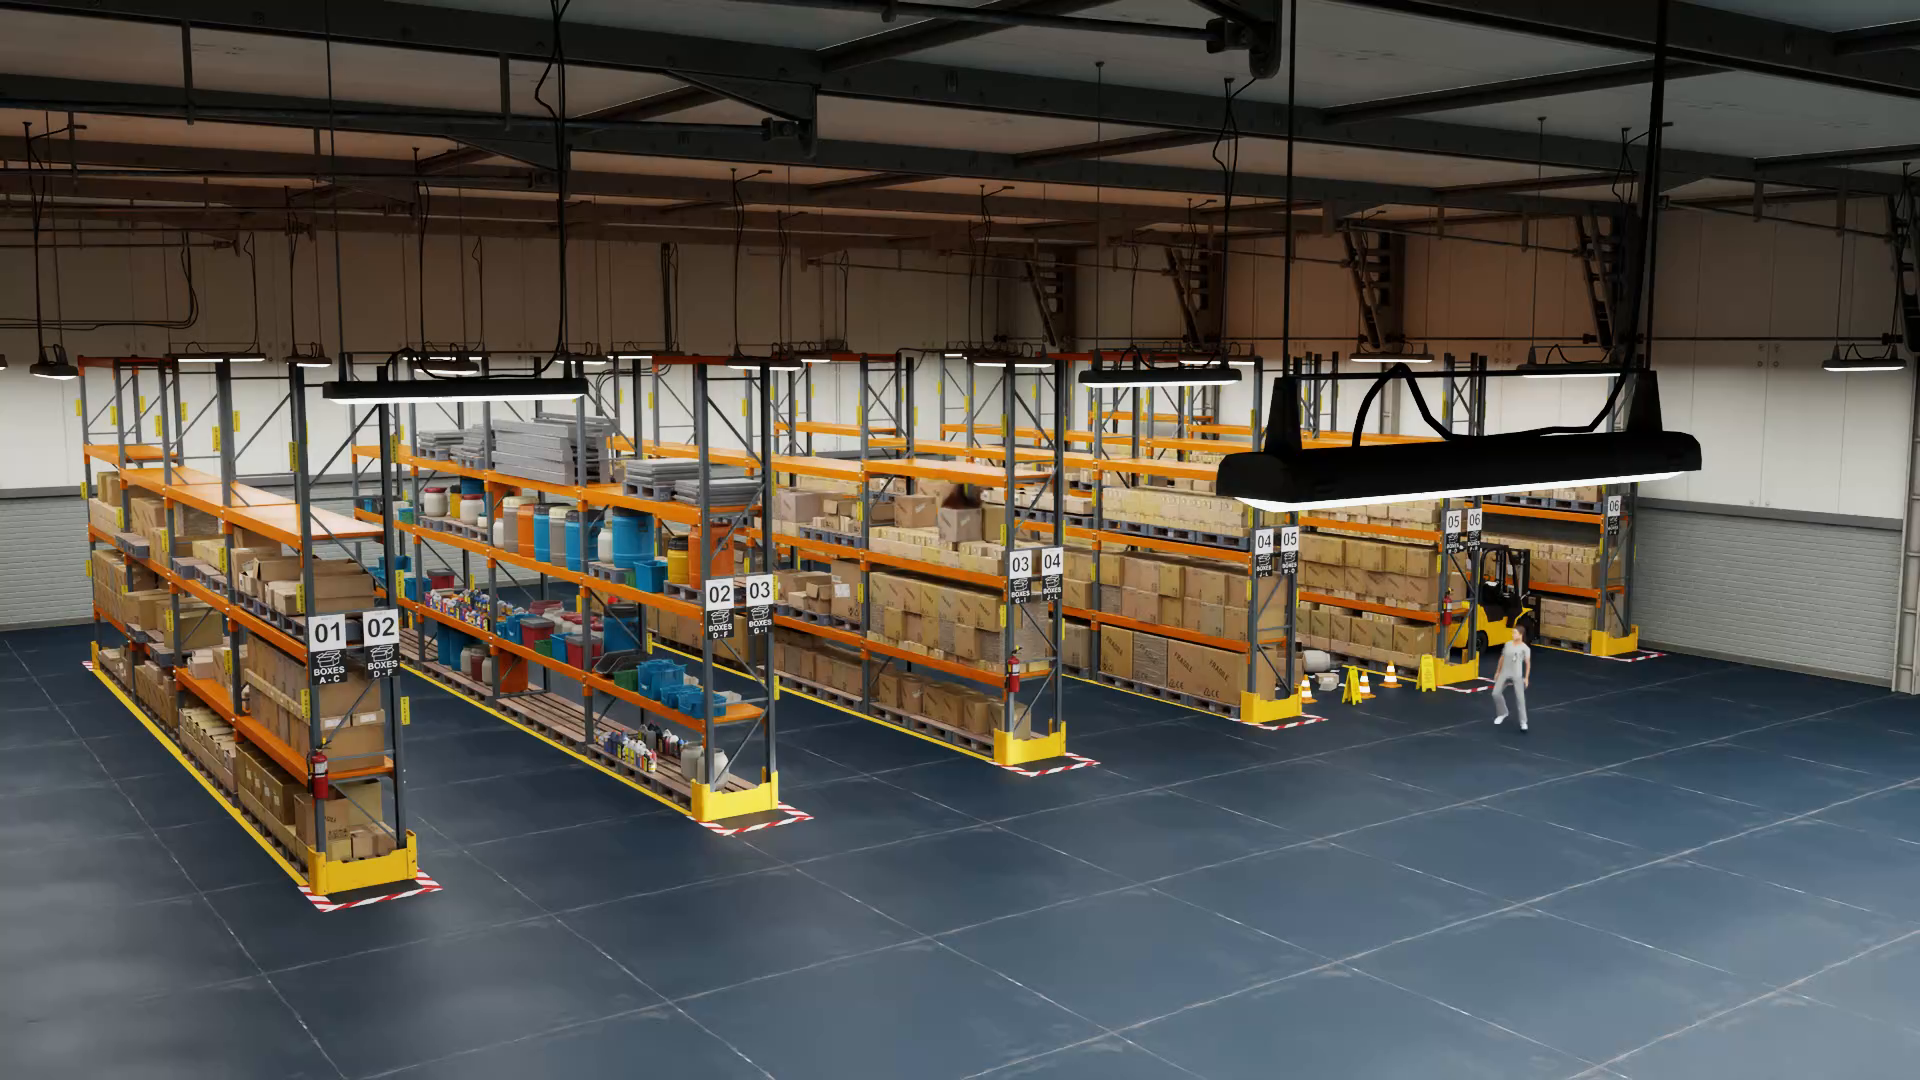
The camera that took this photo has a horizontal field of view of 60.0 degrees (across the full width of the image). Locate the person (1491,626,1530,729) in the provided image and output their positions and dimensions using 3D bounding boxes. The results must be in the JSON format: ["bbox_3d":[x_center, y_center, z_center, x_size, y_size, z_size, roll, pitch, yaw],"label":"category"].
[{"bbox_3d":[8.985,2.216,27.064,0.577,1.665,0.402,4,8,27],"label":"person"}]

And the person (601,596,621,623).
[{"bbox_3d":[-6.053,1.866,29.479,0.560,1.729,1.007,-6,9,-42],"label":"person"}]
